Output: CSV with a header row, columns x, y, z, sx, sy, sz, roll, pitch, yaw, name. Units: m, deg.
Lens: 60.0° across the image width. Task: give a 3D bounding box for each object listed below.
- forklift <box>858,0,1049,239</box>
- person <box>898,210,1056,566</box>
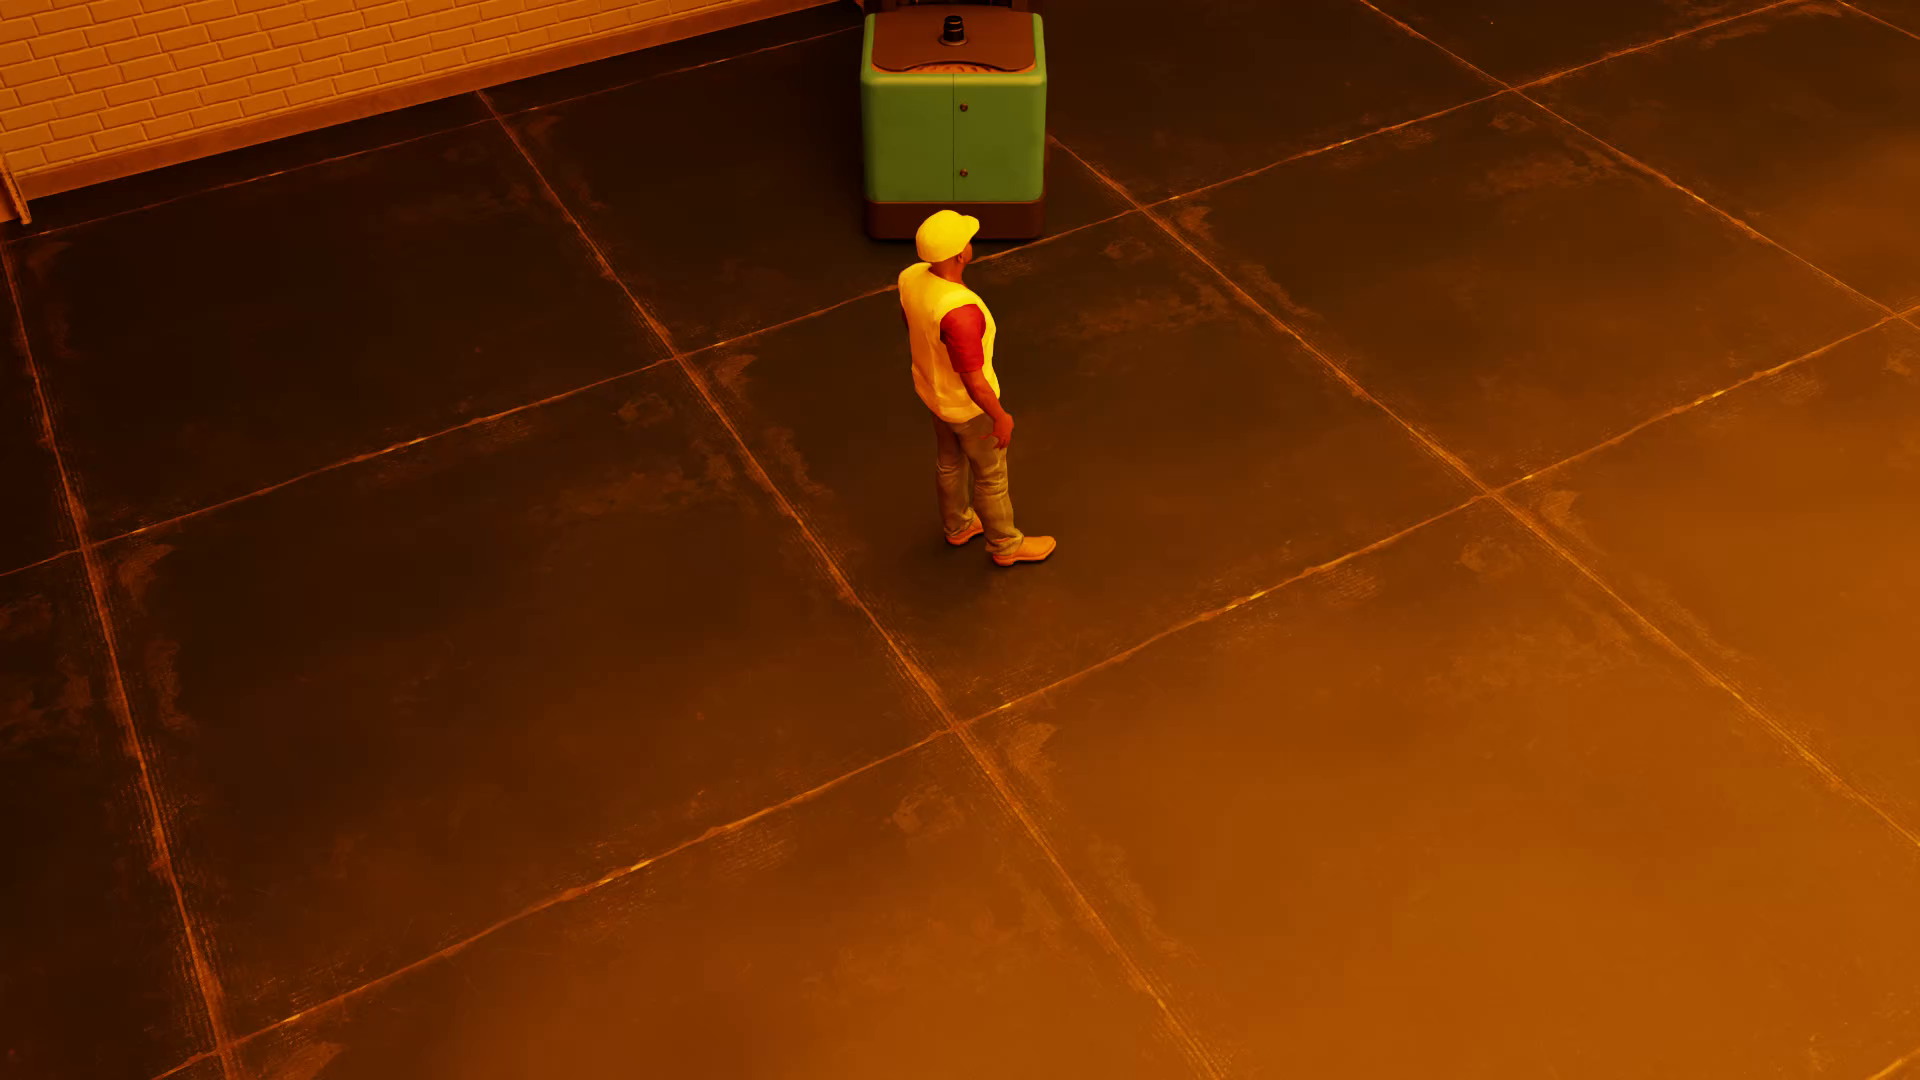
x,y,z,sx,sy,sz,roll,pitch,yaw,name
-0.037,-3.795,9.790,1.130,2.935,3.031,0,43,0,forklift
0.063,-0.673,7.270,0.575,1.768,0.666,-21,47,-21,person
